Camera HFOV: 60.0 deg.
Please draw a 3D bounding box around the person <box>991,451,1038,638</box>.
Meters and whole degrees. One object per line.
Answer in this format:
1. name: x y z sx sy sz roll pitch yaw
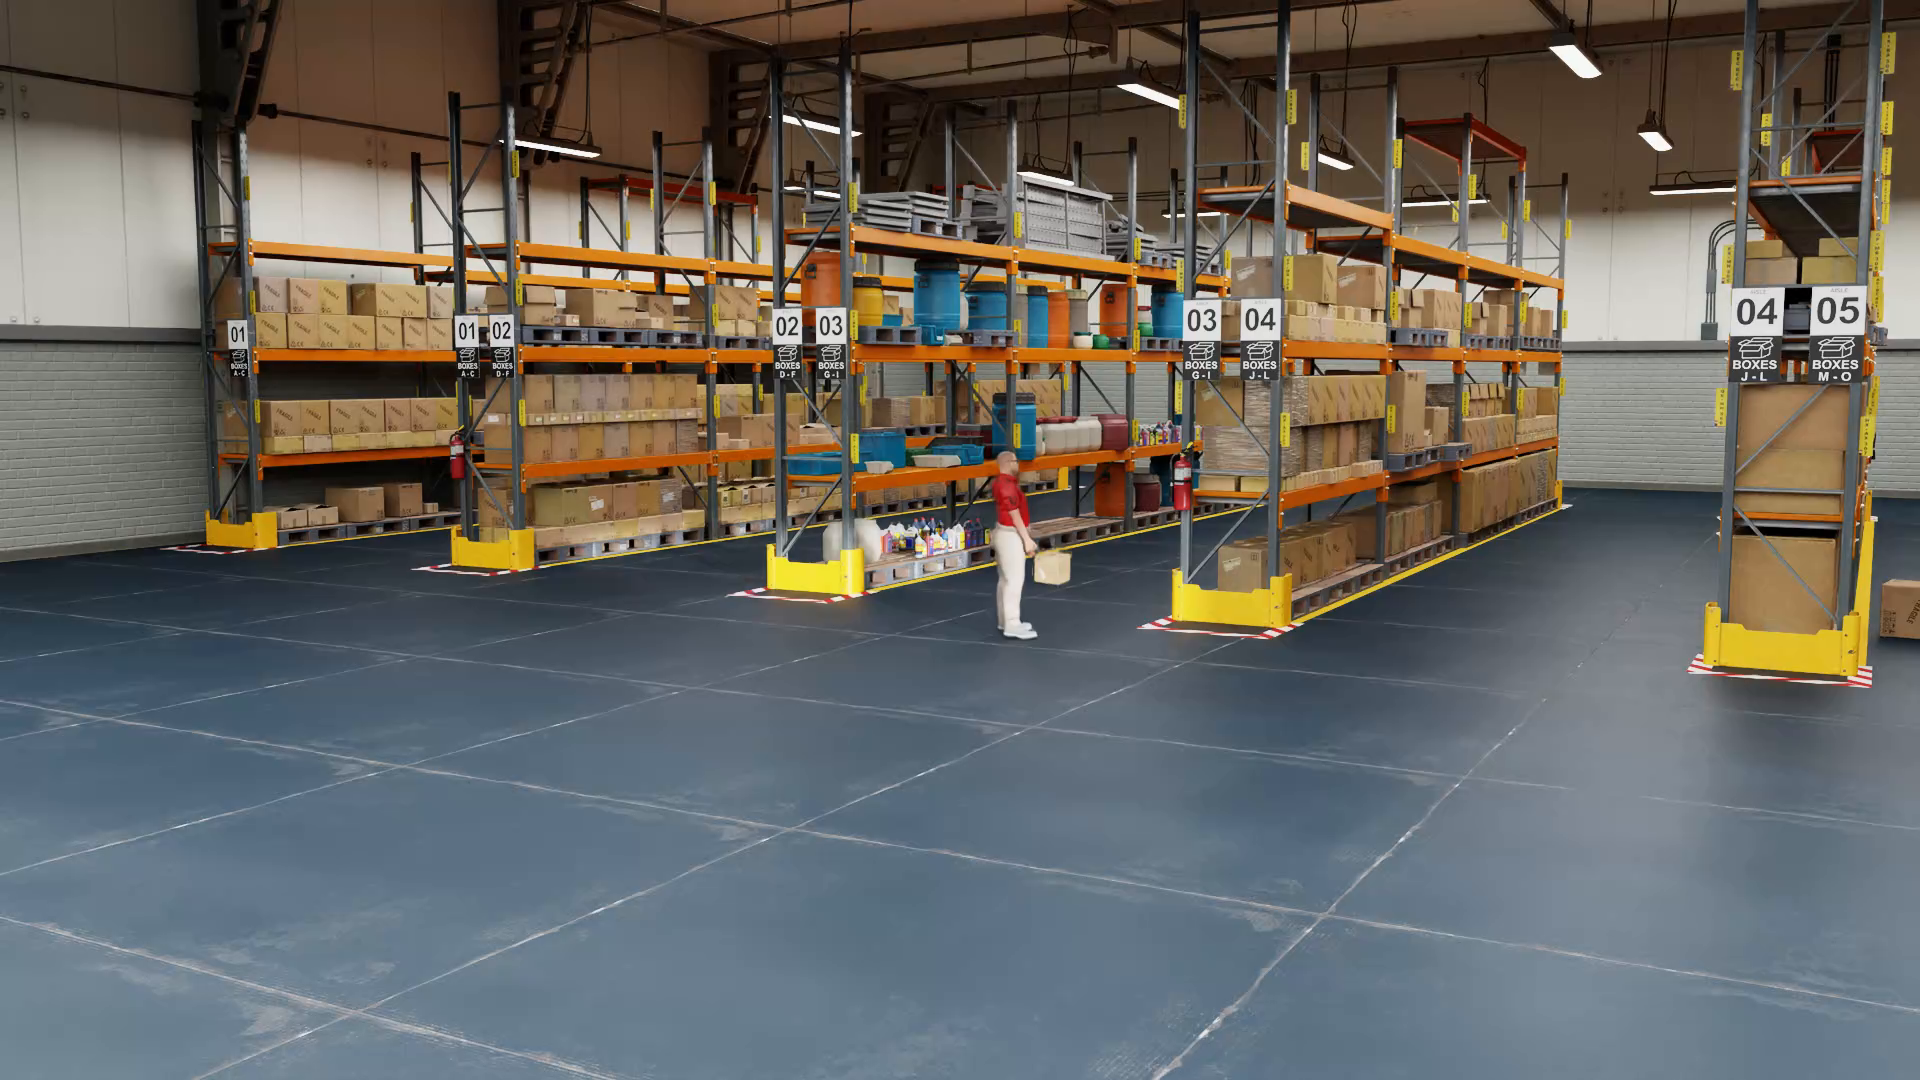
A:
1. person: 0.511 0.028 15.763 0.400 1.740 0.596 -1 6 -9
